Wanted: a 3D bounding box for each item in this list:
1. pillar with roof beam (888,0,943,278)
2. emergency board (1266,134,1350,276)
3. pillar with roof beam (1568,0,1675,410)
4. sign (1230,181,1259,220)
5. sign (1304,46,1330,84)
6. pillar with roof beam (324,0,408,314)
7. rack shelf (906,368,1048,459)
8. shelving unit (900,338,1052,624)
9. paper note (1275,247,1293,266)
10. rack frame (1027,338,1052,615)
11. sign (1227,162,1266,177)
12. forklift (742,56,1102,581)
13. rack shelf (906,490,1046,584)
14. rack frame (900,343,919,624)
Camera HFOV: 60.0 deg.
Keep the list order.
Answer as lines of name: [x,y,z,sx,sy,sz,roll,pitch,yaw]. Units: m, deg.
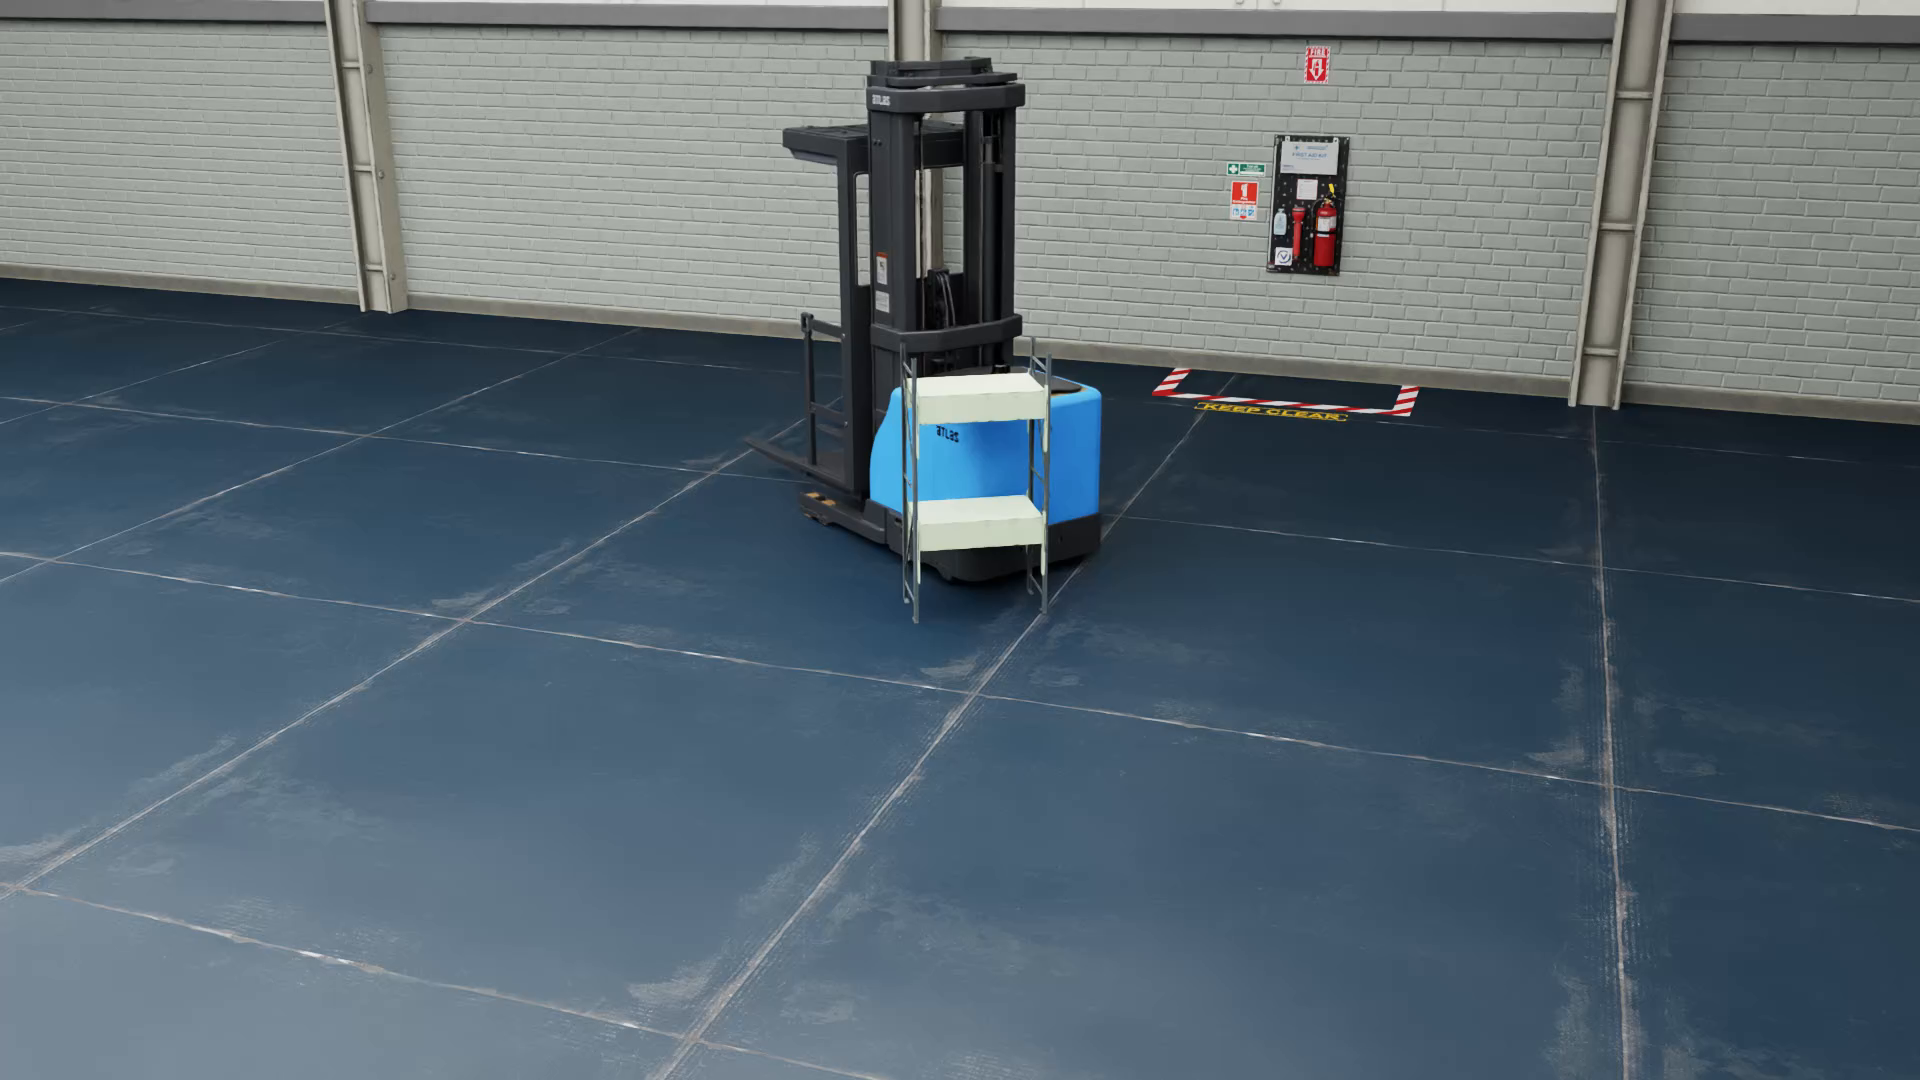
pillar with roof beam: [-1.810,-4.694,10.372,0.400,9.000,9.100,7,20,18]
emergency board: [2.948,-2.831,14.140,0.643,1.169,0.194,7,20,18]
pillar with roof beam: [3.857,-4.046,8.513,0.400,9.000,9.100,7,20,18]
sign: [2.460,-2.939,14.398,0.234,0.329,0.001,7,20,18]
sign: [2.973,-3.957,13.850,0.199,0.298,0.001,7,20,18]
pillar with roof beam: [-7.478,-5.343,12.231,0.400,9.000,9.100,7,20,18]
rack shelf: [0.082,-0.698,9.116,0.720,0.370,0.431,-4,20,-11]
shelving unit: [0.082,-0.330,9.244,0.755,1.500,0.431,-4,20,-11]
paper note: [2.804,-2.455,14.401,0.142,0.148,0.016,7,20,18]
rack frame: [0.441,-0.353,9.311,0.023,1.500,0.400,-4,20,-11]
sign: [2.461,-3.186,14.301,0.331,0.109,0.001,7,20,18]
forklift: [-0.414,-1.565,10.612,1.130,2.935,3.031,-14,23,-34]
rack shelf: [0.082,-0.022,9.351,0.720,0.370,0.431,-4,20,-11]
rack frame: [-0.277,-0.307,9.177,0.023,1.500,0.400,-4,20,-11]
